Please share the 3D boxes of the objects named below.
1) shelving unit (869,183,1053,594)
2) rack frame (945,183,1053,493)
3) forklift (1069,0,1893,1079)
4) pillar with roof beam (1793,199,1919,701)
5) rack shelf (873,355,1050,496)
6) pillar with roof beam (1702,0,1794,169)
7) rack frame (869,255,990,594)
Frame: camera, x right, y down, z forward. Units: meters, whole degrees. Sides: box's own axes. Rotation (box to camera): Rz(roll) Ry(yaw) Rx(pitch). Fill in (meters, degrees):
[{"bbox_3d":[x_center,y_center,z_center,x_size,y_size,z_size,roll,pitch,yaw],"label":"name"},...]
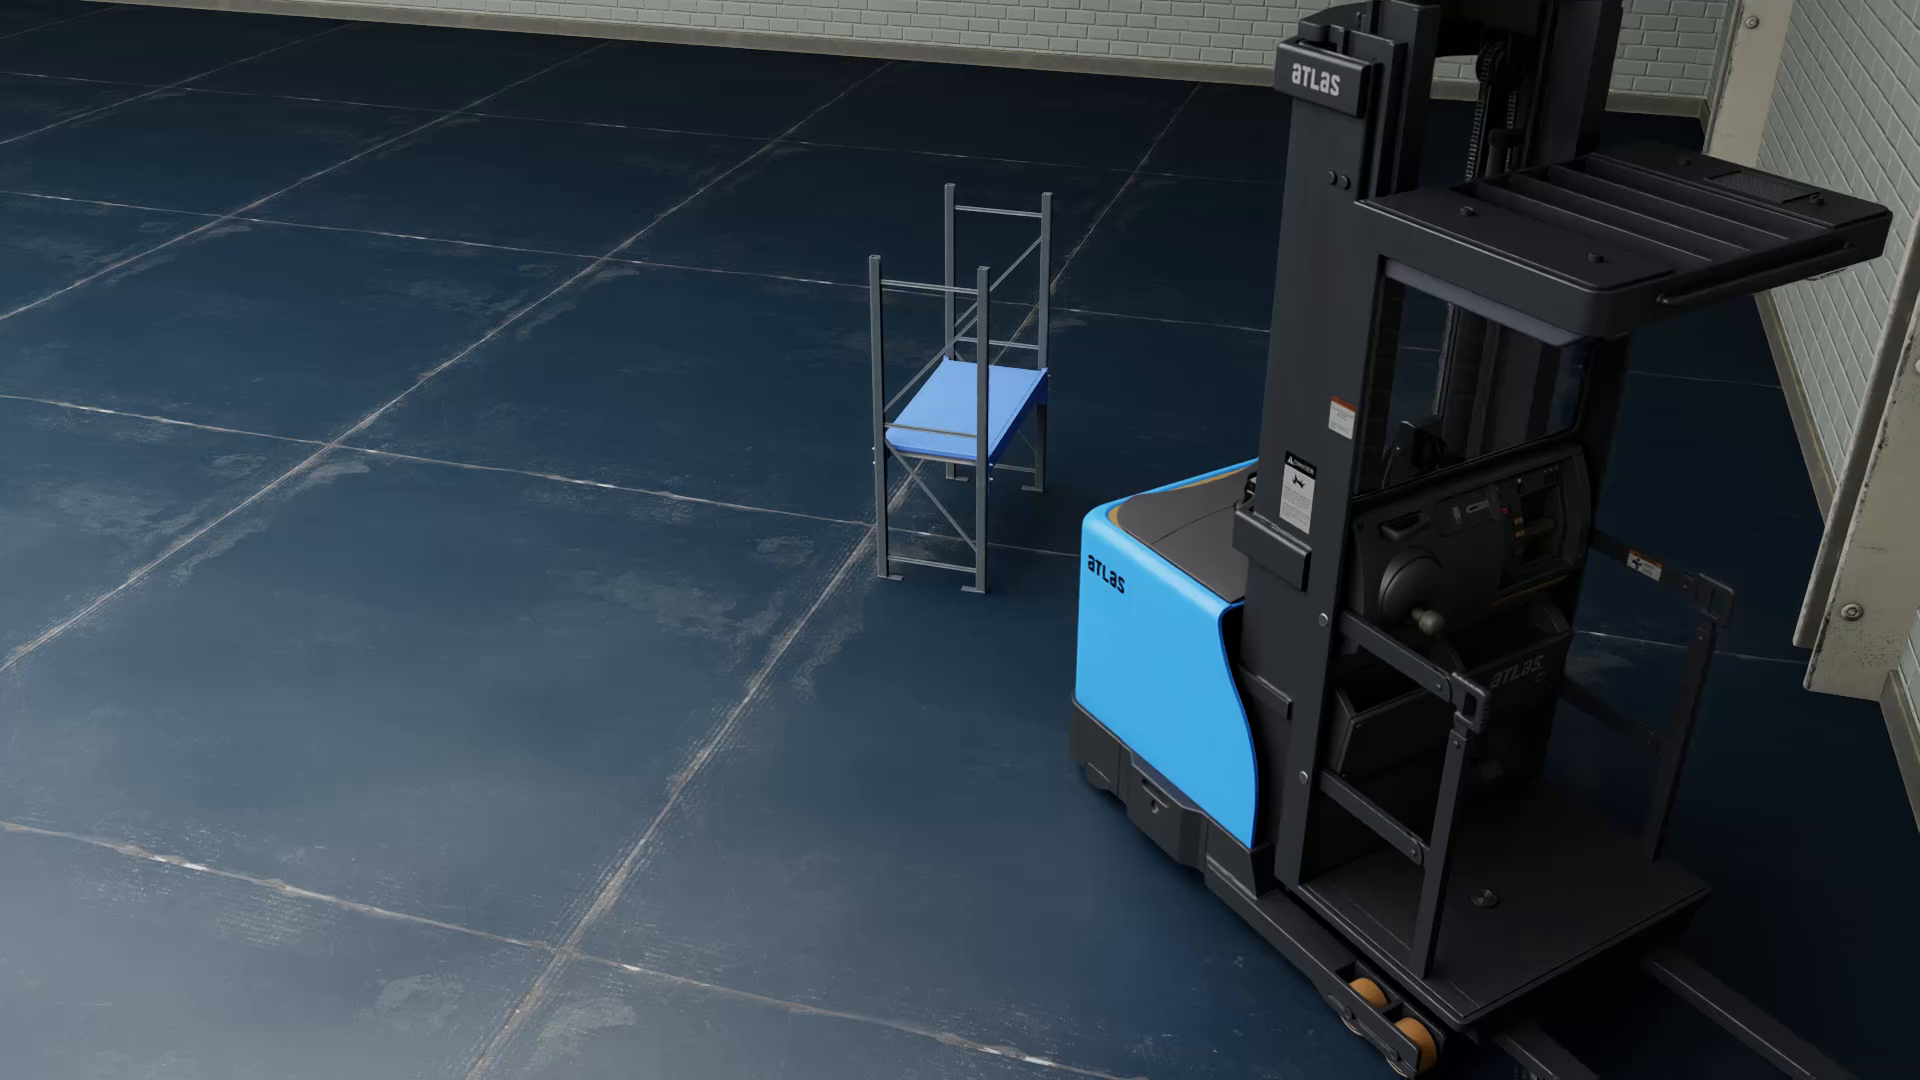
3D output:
[{"bbox_3d":[0.025,-0.695,7.457,0.538,1.500,1.048,8,30,15],"label":"shelving unit"},{"bbox_3d":[0.174,-0.931,7.881,0.500,1.500,0.032,8,30,15],"label":"rack frame"},{"bbox_3d":[1.603,0.040,4.662,1.130,2.935,3.031,-17,33,-27],"label":"forklift"},{"bbox_3d":[-0.521,-4.016,5.712,9.100,9.000,0.400,8,30,15],"label":"pillar with roof beam"},{"bbox_3d":[0.025,-0.538,7.544,0.538,0.185,1.000,8,30,15],"label":"rack shelf"},{"bbox_3d":[1.240,-6.804,10.725,9.100,9.000,0.400,8,30,15],"label":"pillar with roof beam"},{"bbox_3d":[-0.124,-0.459,7.032,0.500,1.500,0.032,8,30,15],"label":"rack frame"}]
